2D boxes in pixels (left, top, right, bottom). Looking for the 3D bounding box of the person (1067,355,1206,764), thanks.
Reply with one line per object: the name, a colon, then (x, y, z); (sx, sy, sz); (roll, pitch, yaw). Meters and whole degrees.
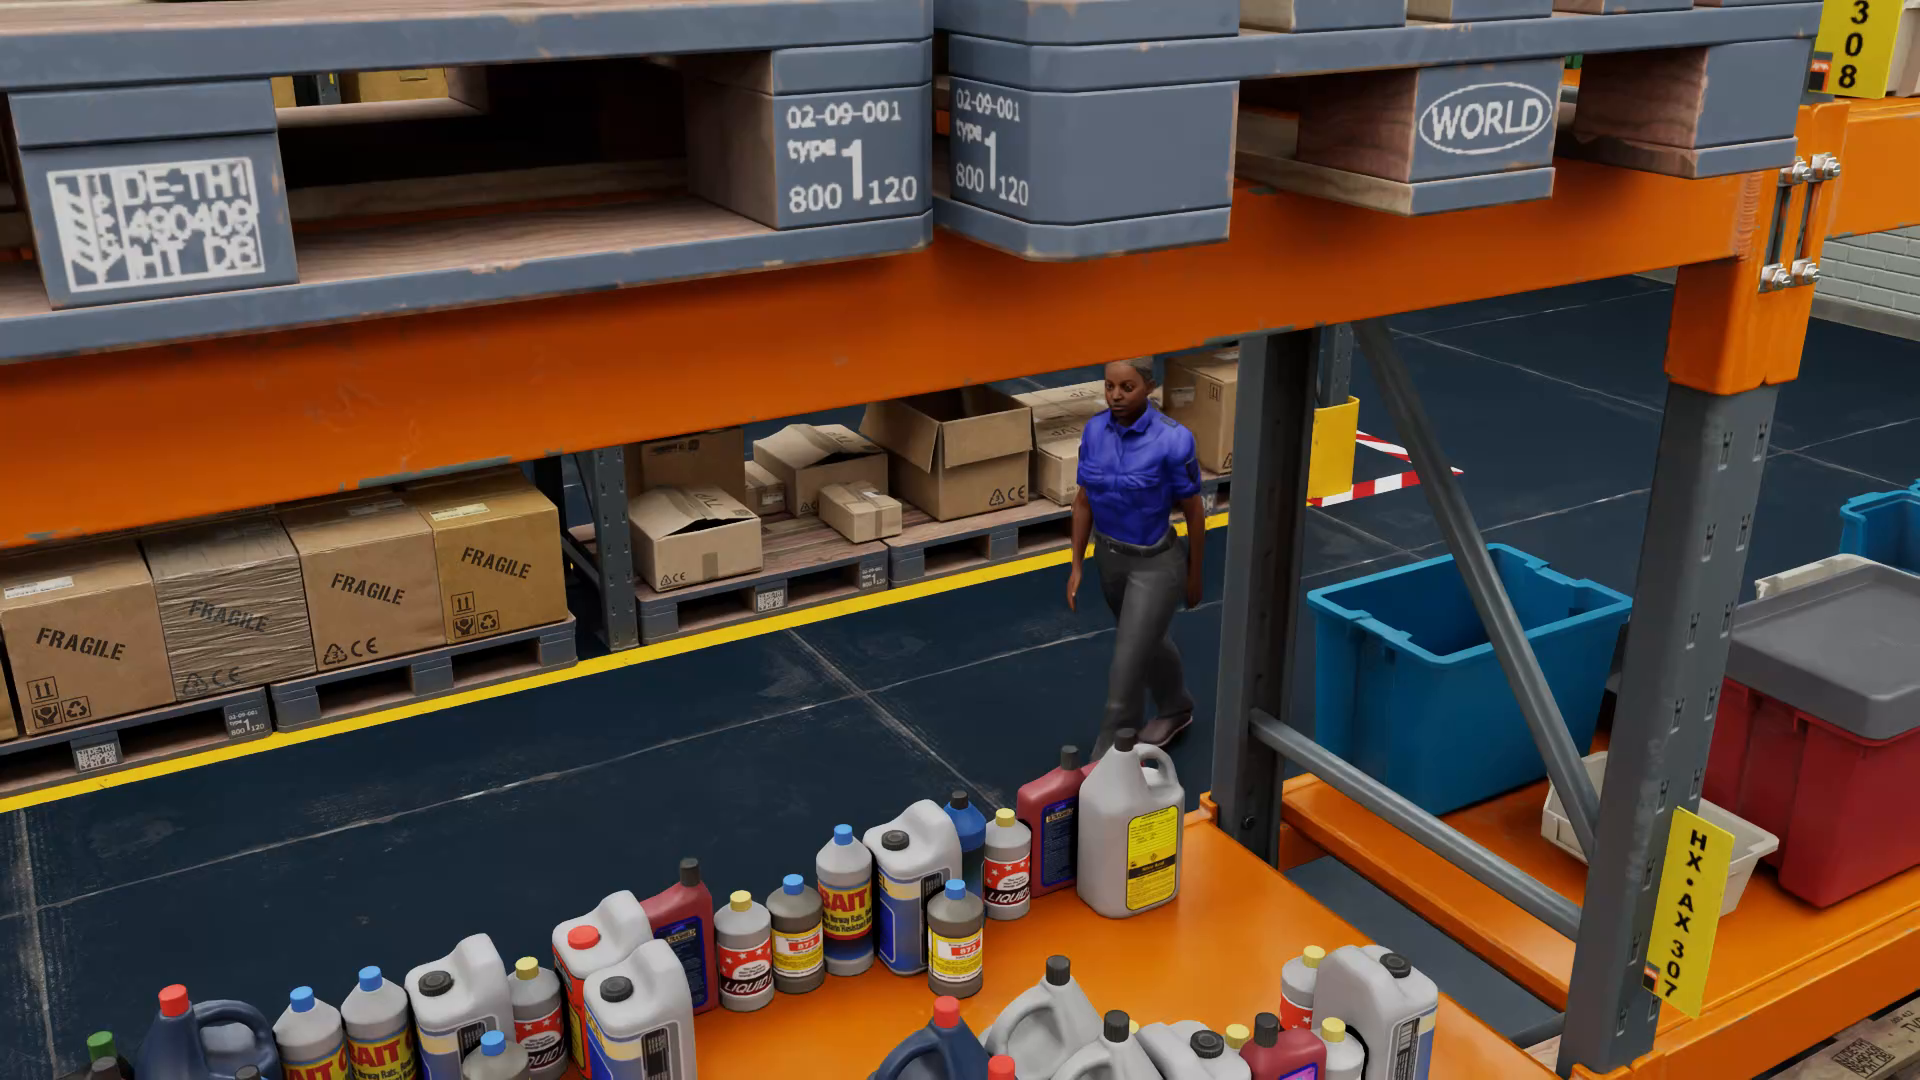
person: (0.581, 0.097, 5.833); (0.906, 1.608, 0.443); (-20, 30, -41)
